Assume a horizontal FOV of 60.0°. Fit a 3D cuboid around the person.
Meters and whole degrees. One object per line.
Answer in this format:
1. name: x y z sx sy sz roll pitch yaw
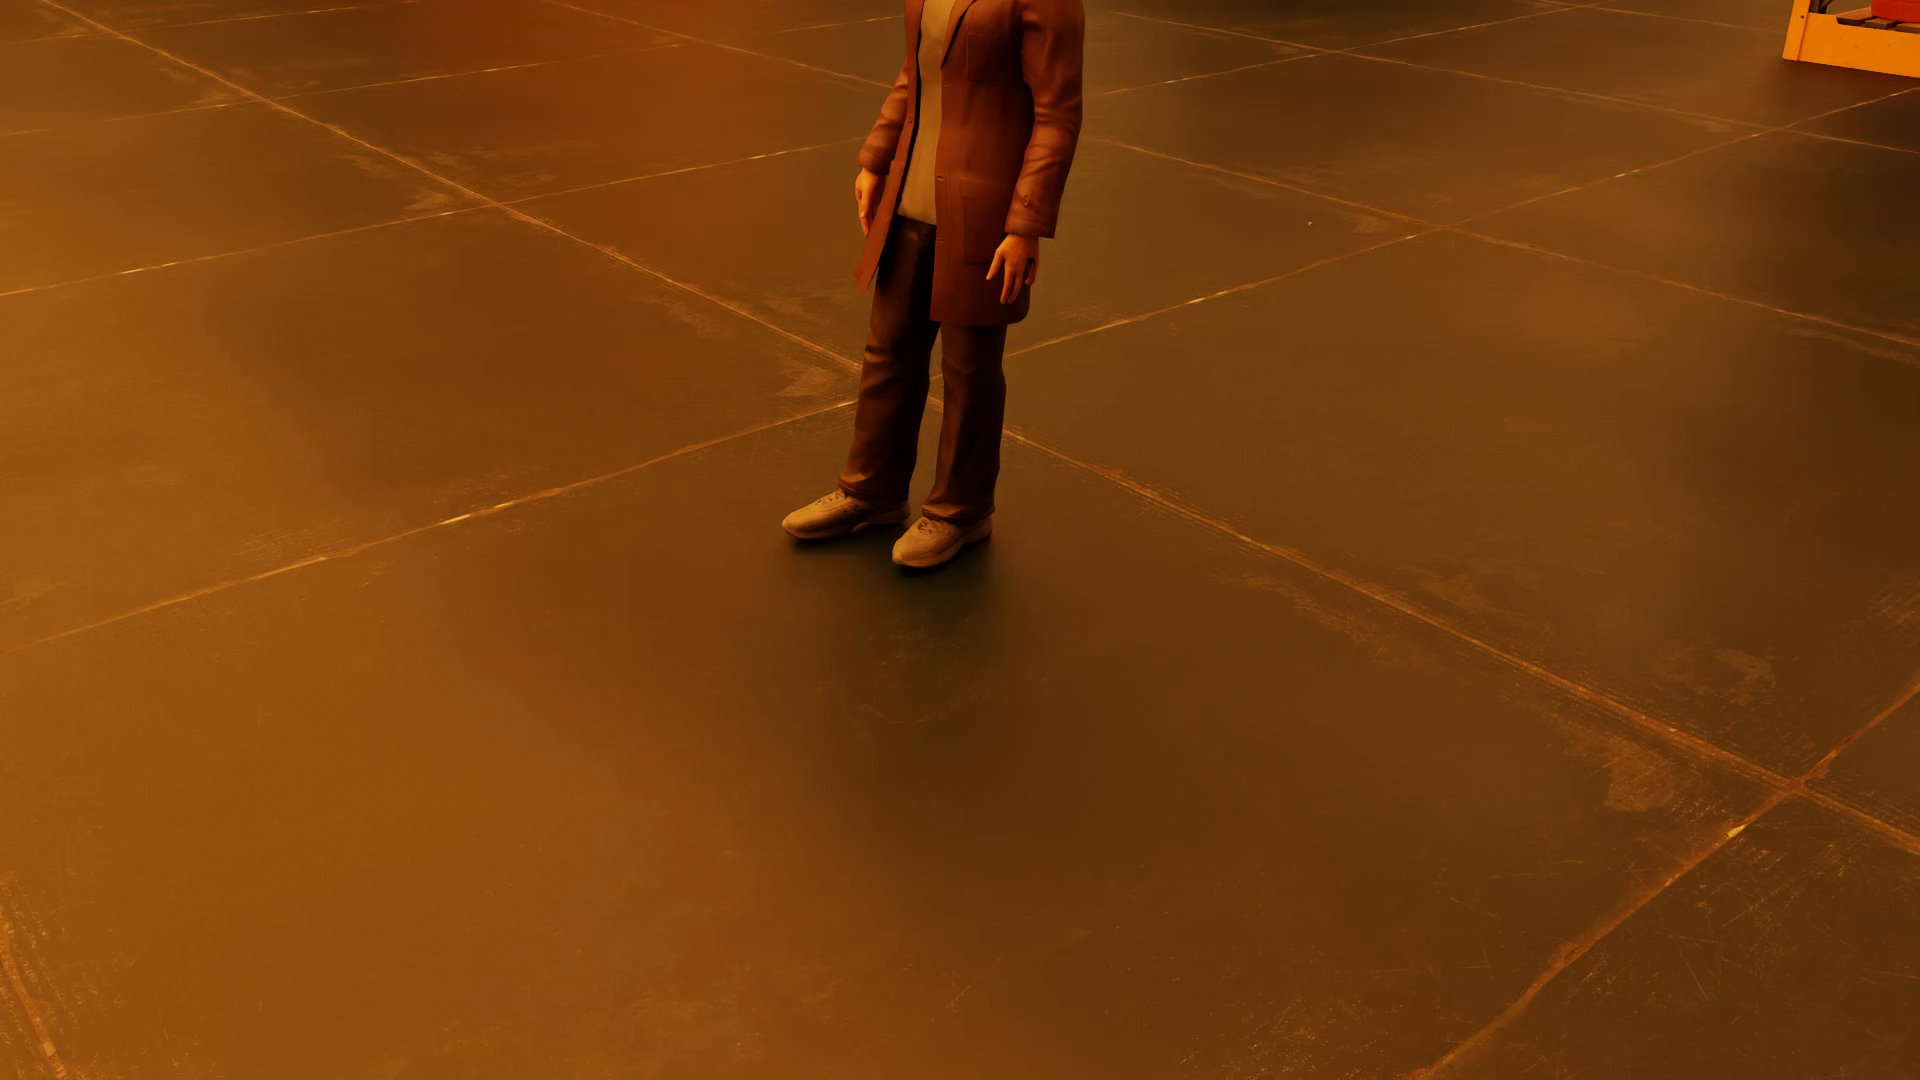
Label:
1. person: -0.073 -0.778 4.052 0.579 1.778 0.698 -20 33 -35
